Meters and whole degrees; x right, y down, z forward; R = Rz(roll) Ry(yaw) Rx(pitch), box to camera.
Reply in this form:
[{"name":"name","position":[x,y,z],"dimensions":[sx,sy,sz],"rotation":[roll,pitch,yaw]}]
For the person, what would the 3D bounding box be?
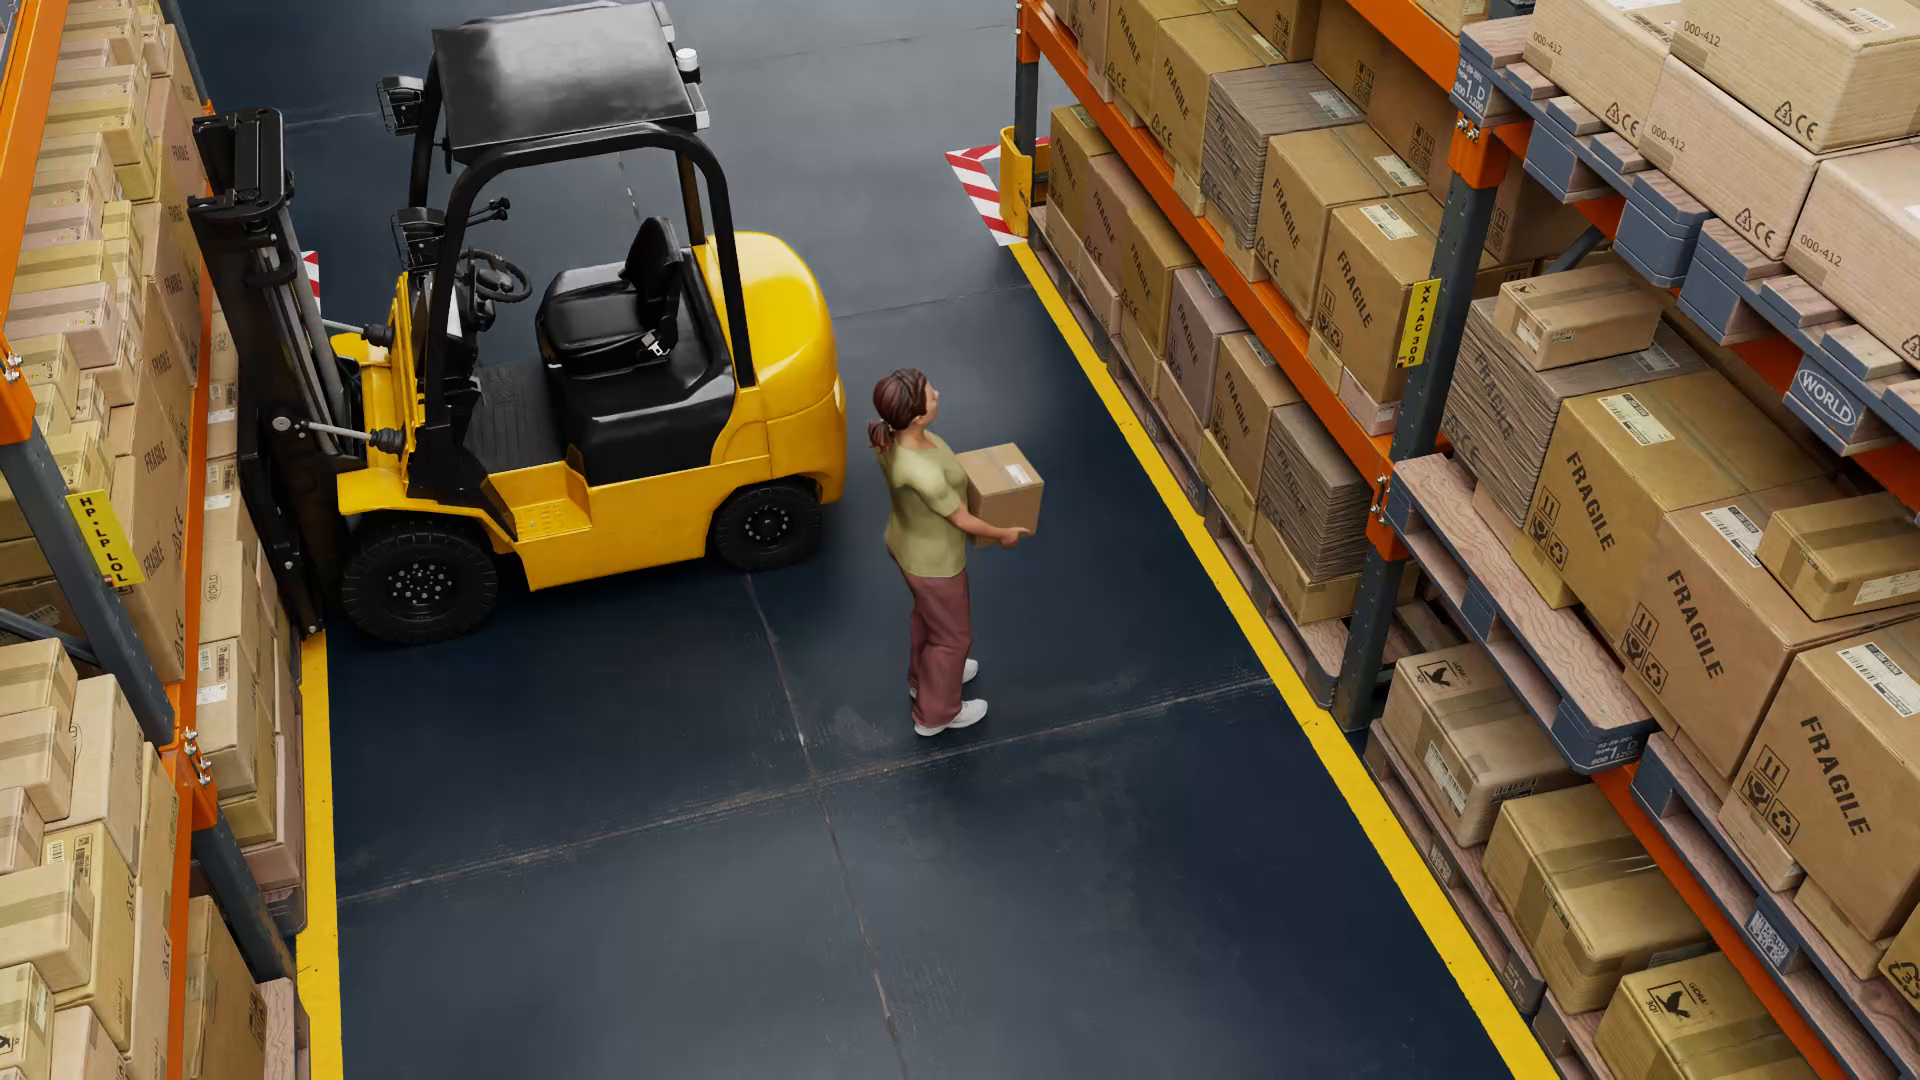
[{"name":"person","position":[-0.059,0.026,6.142],"dimensions":[0.559,1.661,0.428],"rotation":[-18,45,-18]}]
